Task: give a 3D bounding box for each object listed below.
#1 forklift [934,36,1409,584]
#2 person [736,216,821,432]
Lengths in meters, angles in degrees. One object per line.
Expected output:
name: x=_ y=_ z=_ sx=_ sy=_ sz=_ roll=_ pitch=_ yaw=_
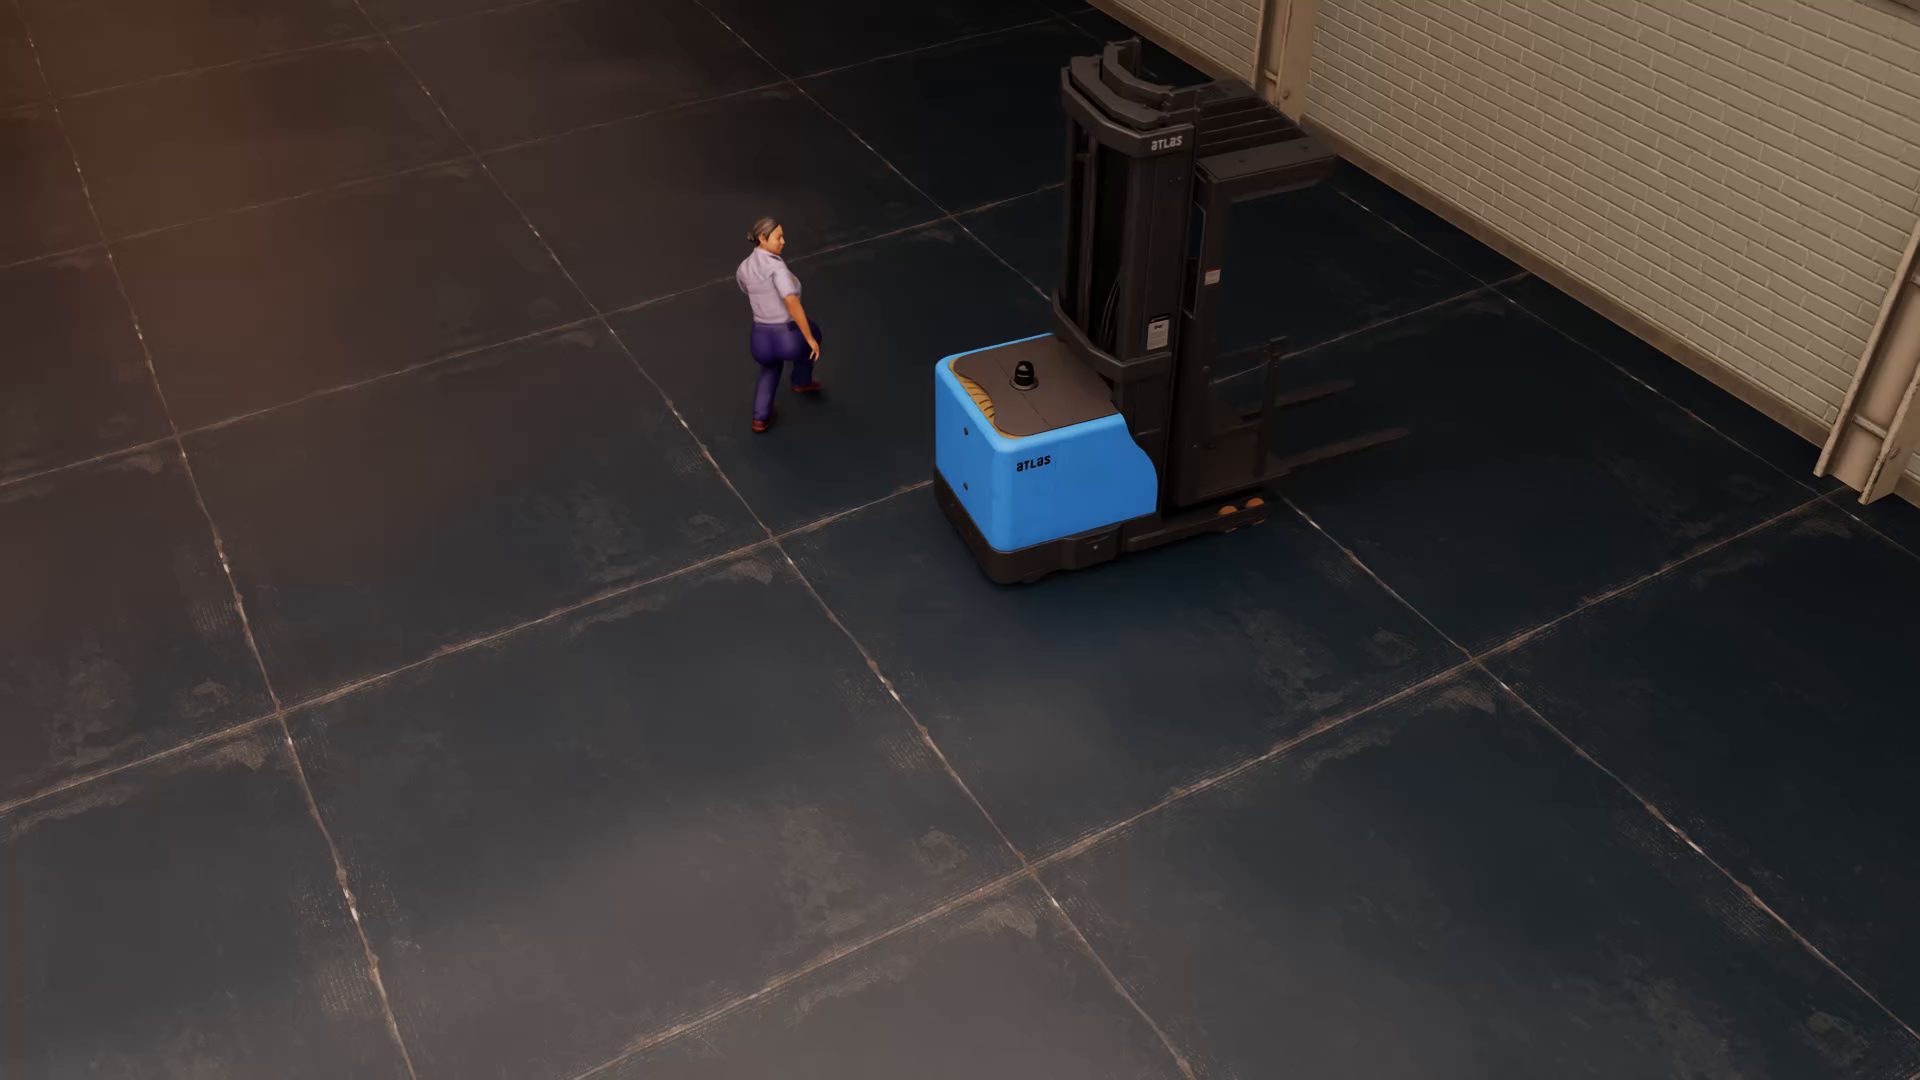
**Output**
forklift: x=1.403 y=-1.473 z=9.813 sx=3.031 sy=2.935 sz=1.130 roll=-15 pitch=42 yaw=-17
person: x=-1.110 y=-1.428 z=10.926 sx=0.703 sy=1.473 sz=0.729 roll=14 pitch=42 yaw=16
